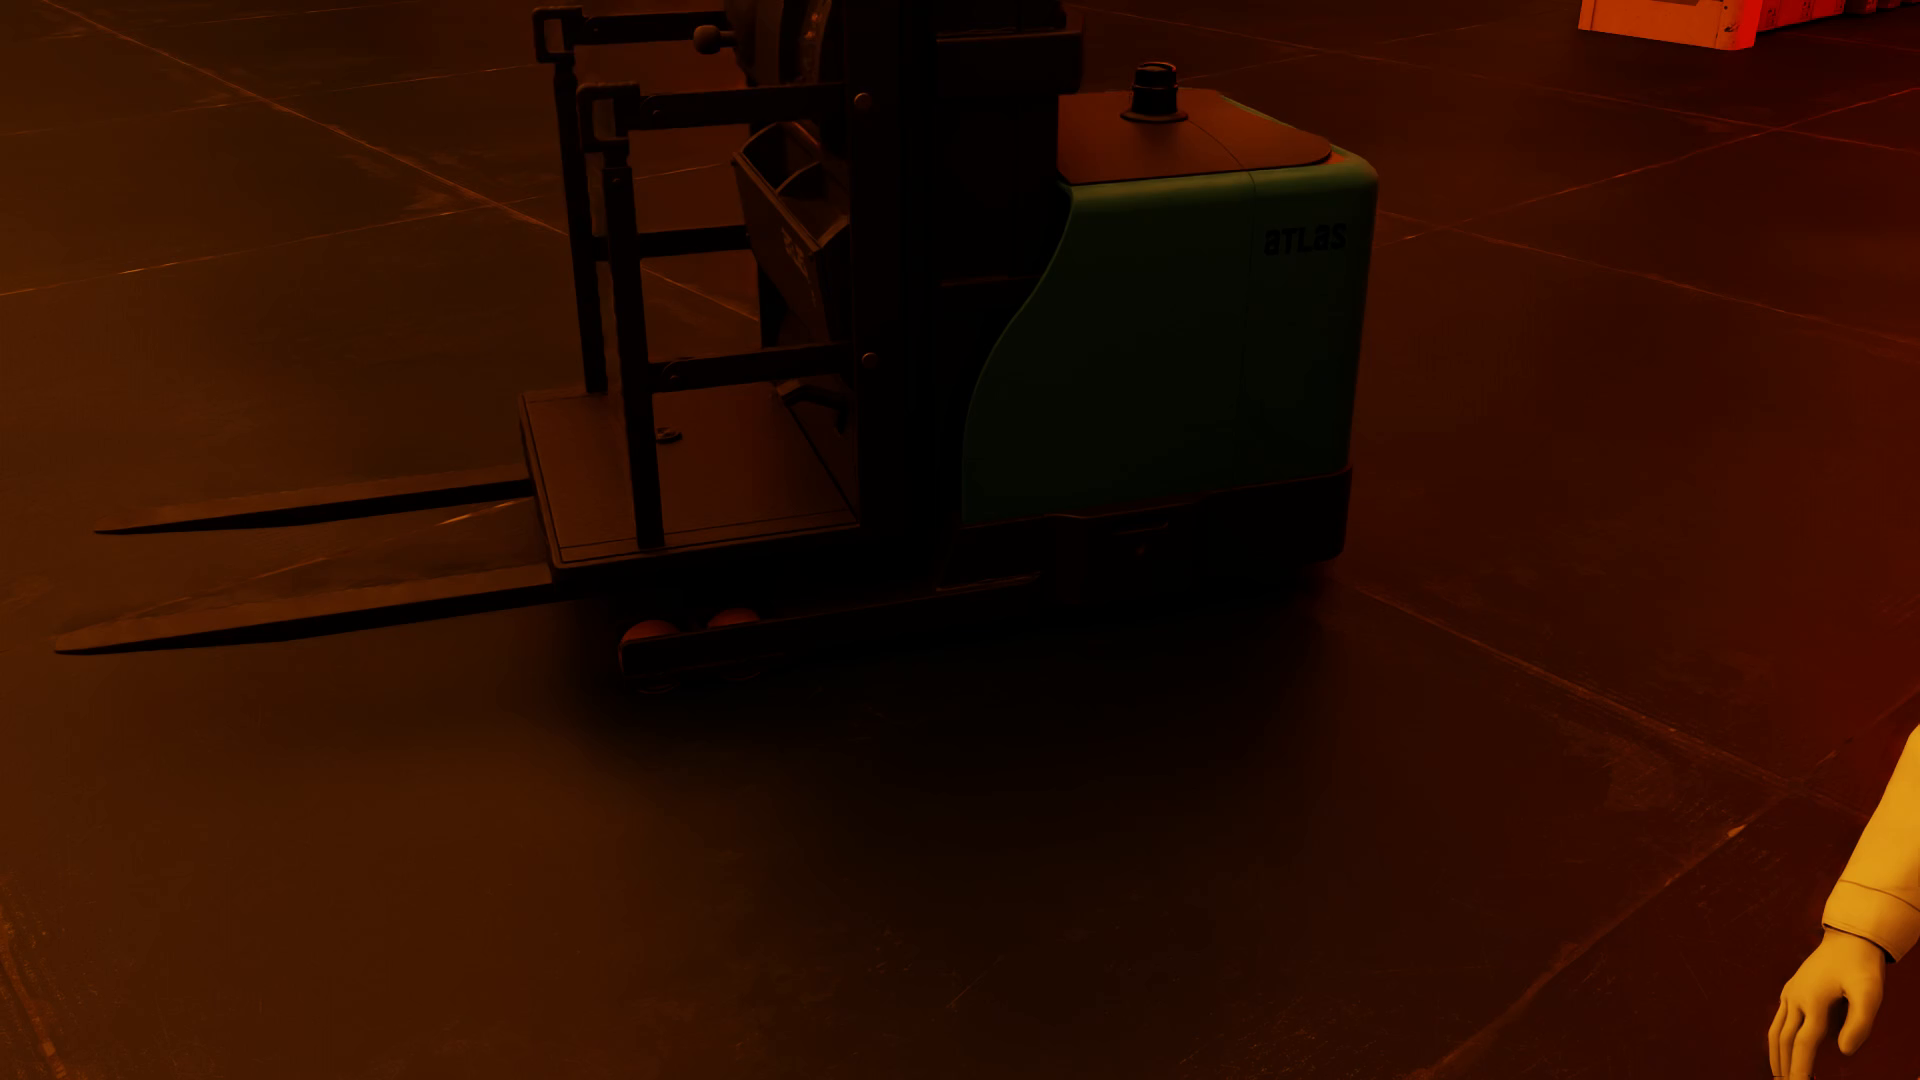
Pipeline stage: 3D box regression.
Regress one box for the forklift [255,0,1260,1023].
[{"bbox_3d":[-0.245,-1.055,3.330,1.130,2.935,3.031,12,29,22],"label":"forklift"}]
